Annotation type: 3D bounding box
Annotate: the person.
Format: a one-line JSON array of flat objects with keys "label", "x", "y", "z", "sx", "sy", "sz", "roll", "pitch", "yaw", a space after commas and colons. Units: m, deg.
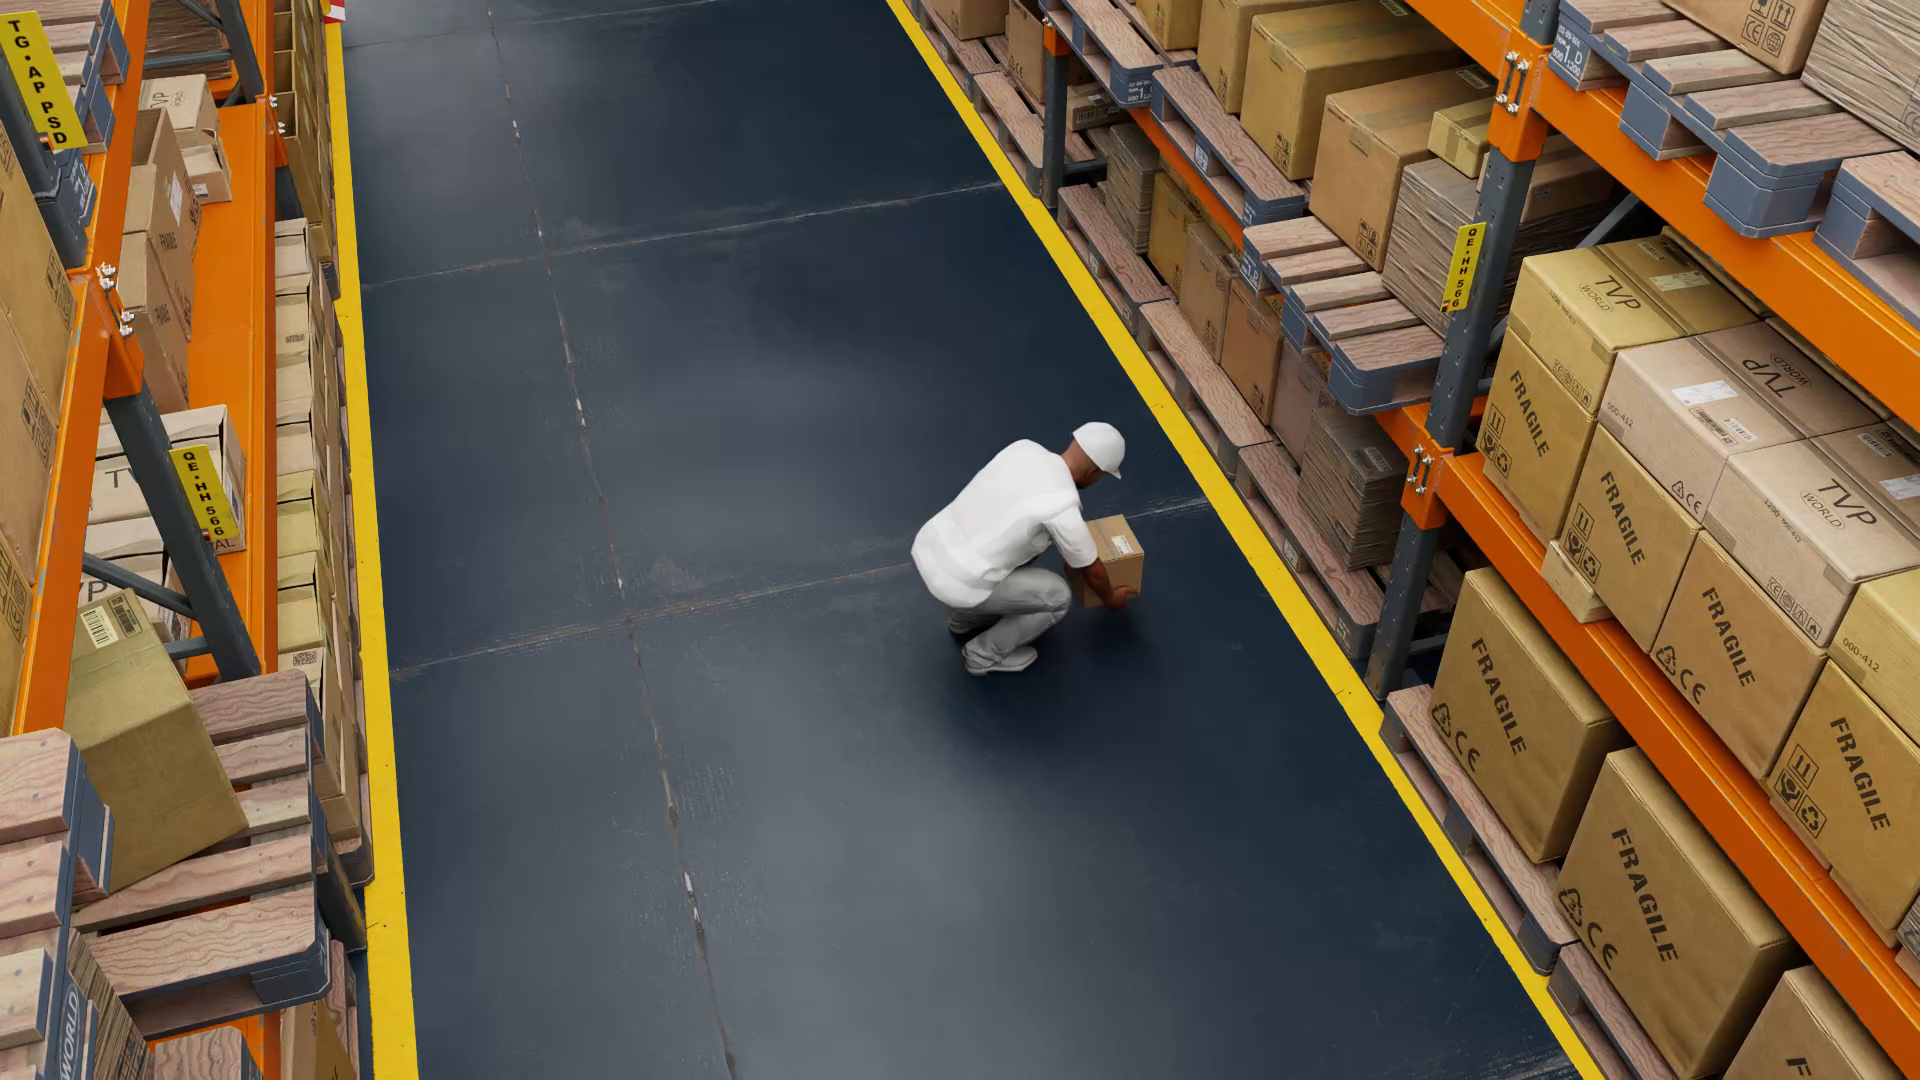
[{"label": "person", "x": 0.258, "y": 0.009, "z": 6.706, "sx": 0.913, "sy": 1.008, "sz": 0.540, "roll": -13, "pitch": 44, "yaw": -14}]
